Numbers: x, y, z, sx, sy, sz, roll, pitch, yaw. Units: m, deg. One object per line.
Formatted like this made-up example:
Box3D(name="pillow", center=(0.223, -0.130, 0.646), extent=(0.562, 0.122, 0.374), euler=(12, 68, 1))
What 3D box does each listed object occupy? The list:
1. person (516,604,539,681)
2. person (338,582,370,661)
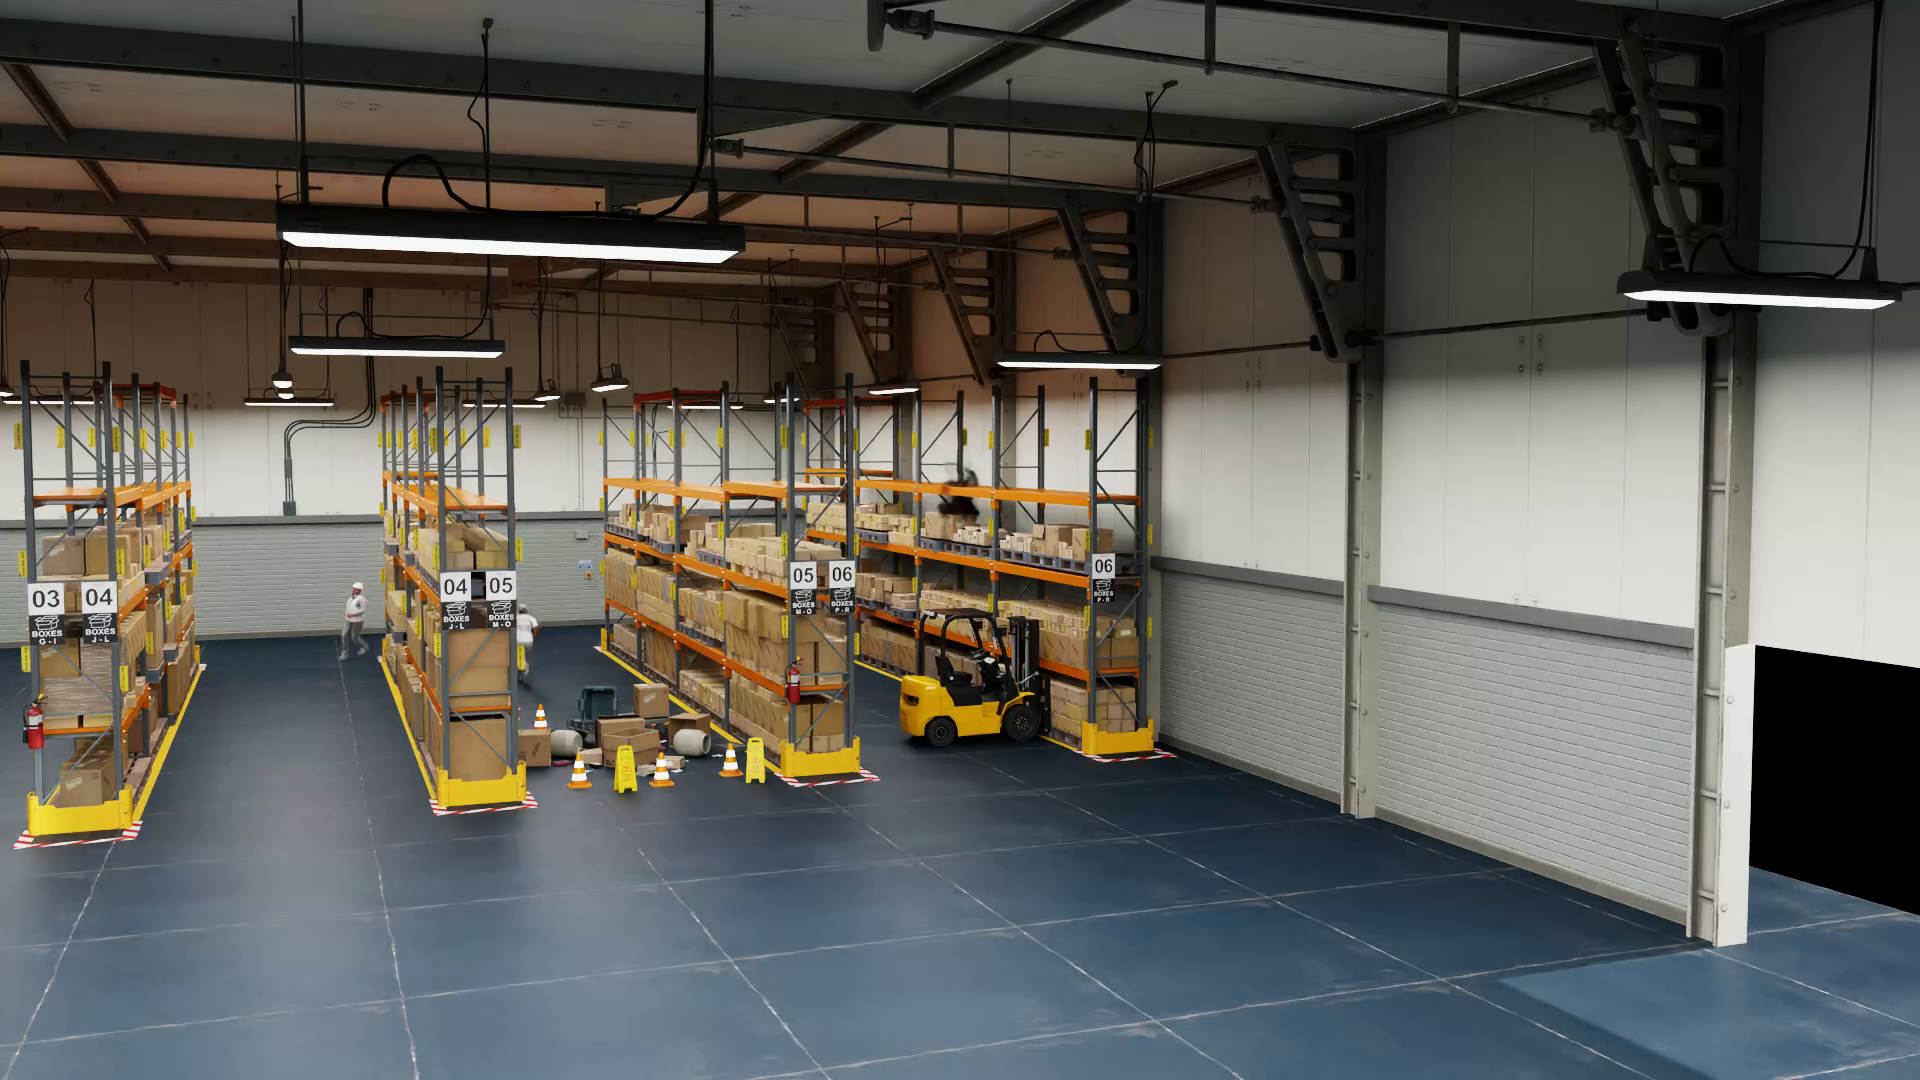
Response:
Box3D(name="person", center=(-8.982, 2.160, 34.247), extent=(0.611, 1.660, 0.858), euler=(-2, 4, -30))
Box3D(name="person", center=(-13.783, 1.848, 37.992), extent=(0.672, 1.768, 0.813), euler=(2, 4, 30))
